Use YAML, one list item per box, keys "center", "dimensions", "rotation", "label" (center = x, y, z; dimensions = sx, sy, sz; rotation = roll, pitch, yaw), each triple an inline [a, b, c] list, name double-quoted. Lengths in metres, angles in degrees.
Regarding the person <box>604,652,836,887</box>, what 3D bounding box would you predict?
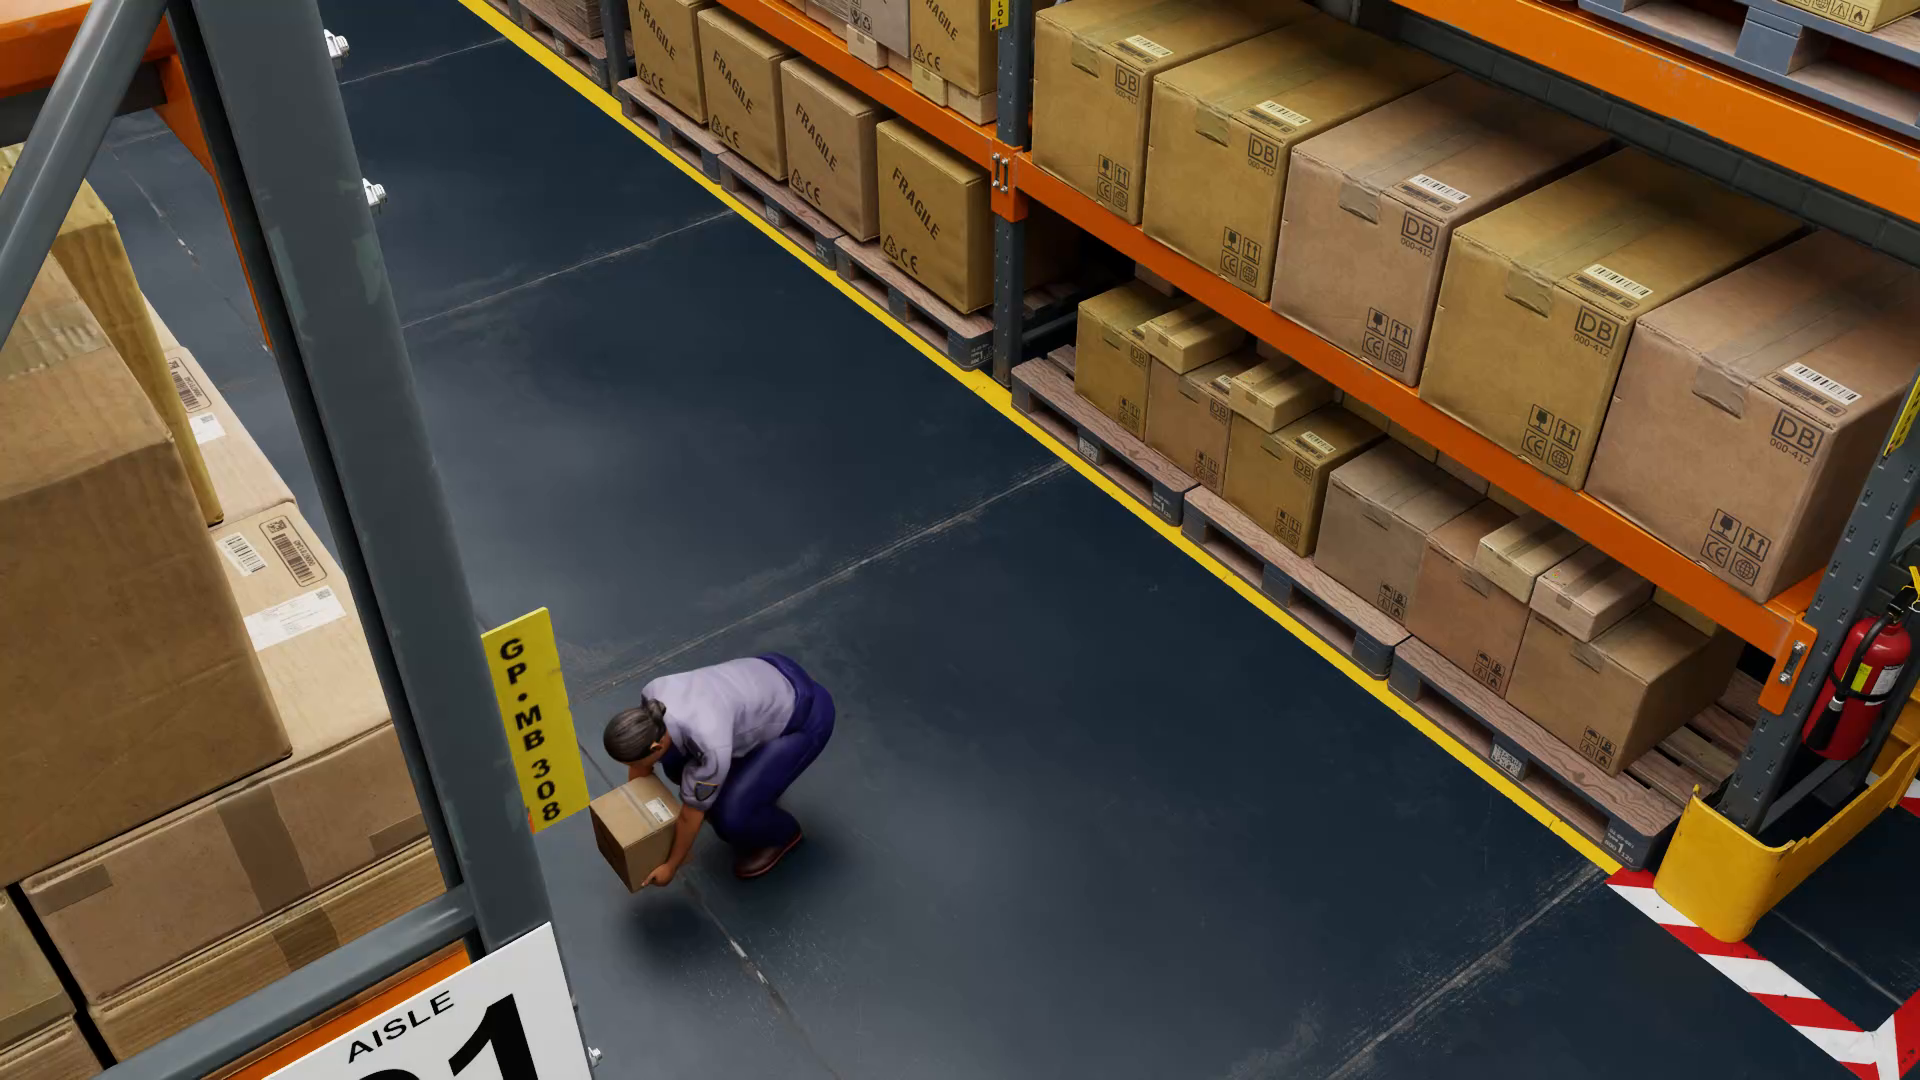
- center: [-0.838, 0.768, 5.825]
  dimensions: [0.856, 0.938, 0.502]
  rotation: [-28, 48, -29]
  label: "person"
